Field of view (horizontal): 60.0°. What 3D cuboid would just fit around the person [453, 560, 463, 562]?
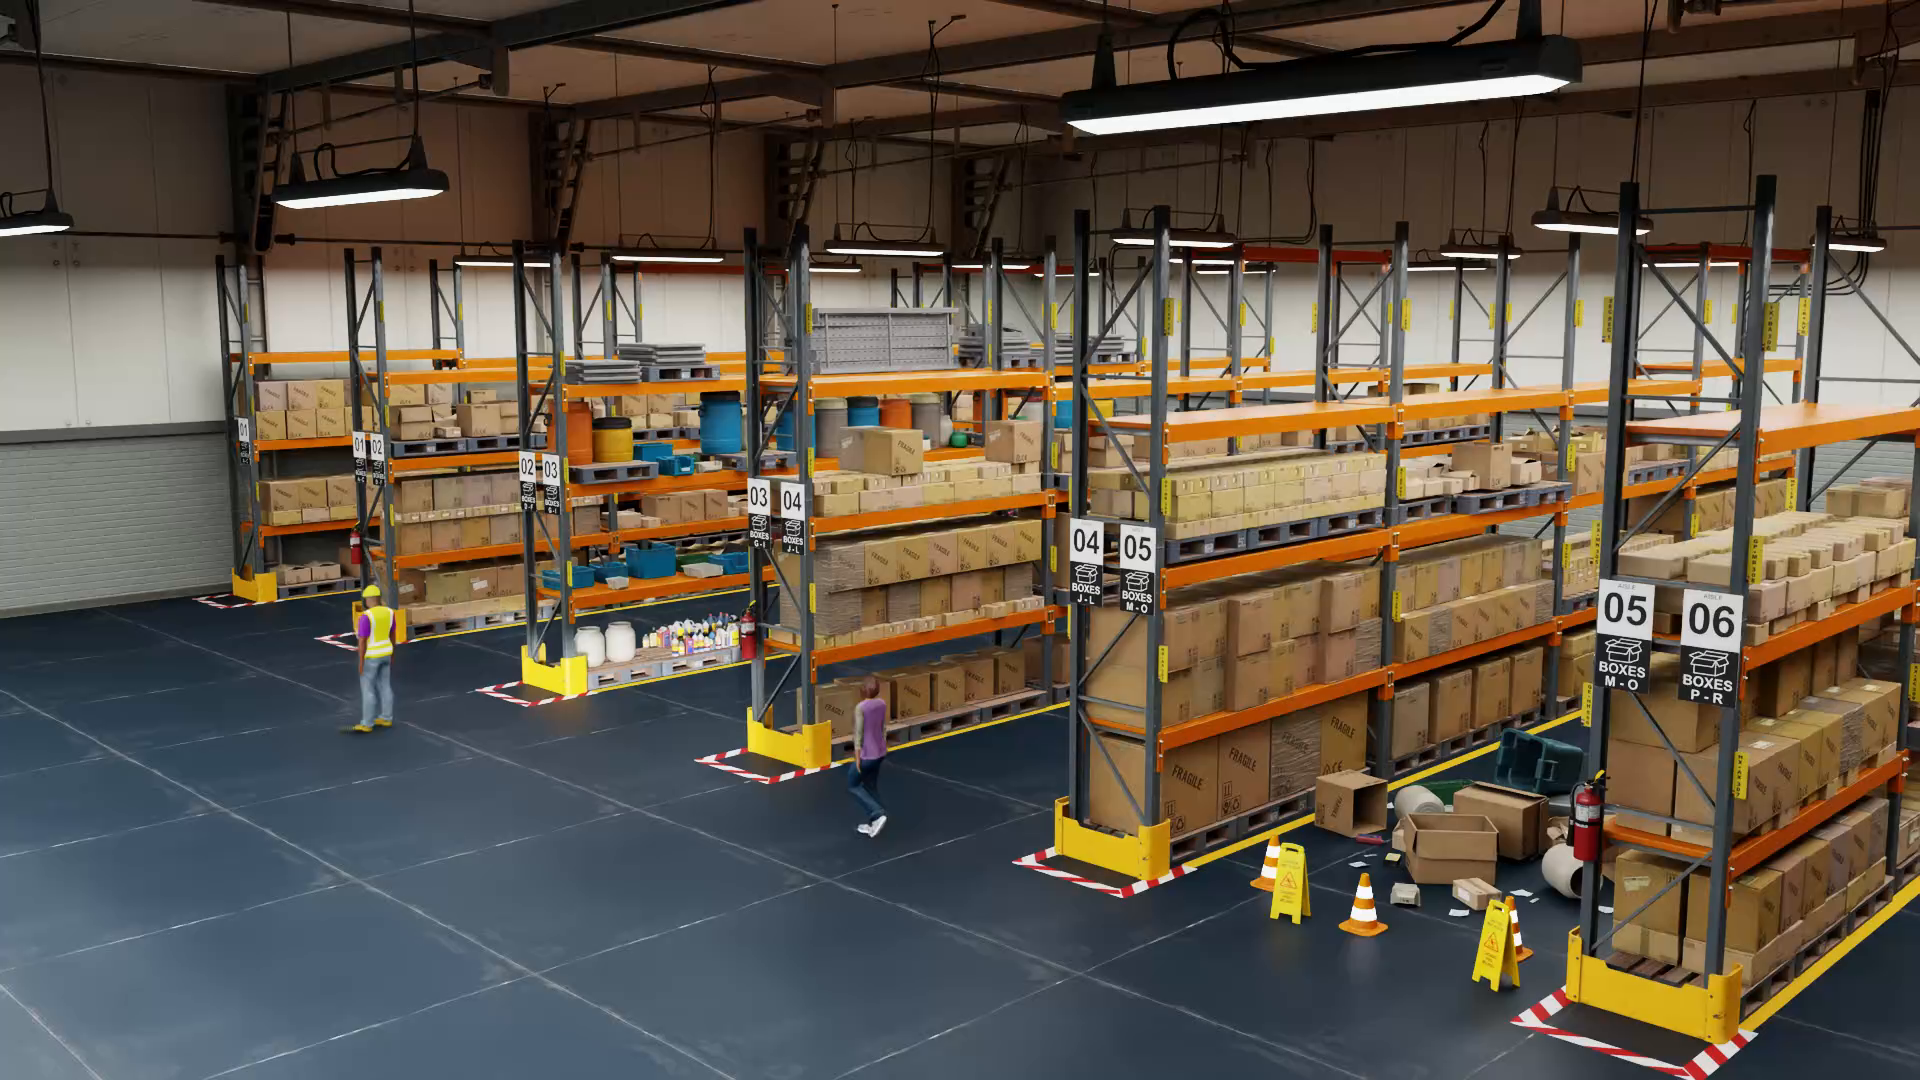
[{"bbox_3d":[-8.756,0.264,29.053,0.575,1.575,0.646,-5,10,-32],"label":"person"}]

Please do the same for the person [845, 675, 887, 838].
[{"bbox_3d":[-0.884,2.096,16.099,0.419,1.595,0.441,3,9,20],"label":"person"}]

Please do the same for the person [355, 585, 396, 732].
[{"bbox_3d":[-7.153,1.421,20.263,0.429,1.771,0.604,3,9,22],"label":"person"}]
